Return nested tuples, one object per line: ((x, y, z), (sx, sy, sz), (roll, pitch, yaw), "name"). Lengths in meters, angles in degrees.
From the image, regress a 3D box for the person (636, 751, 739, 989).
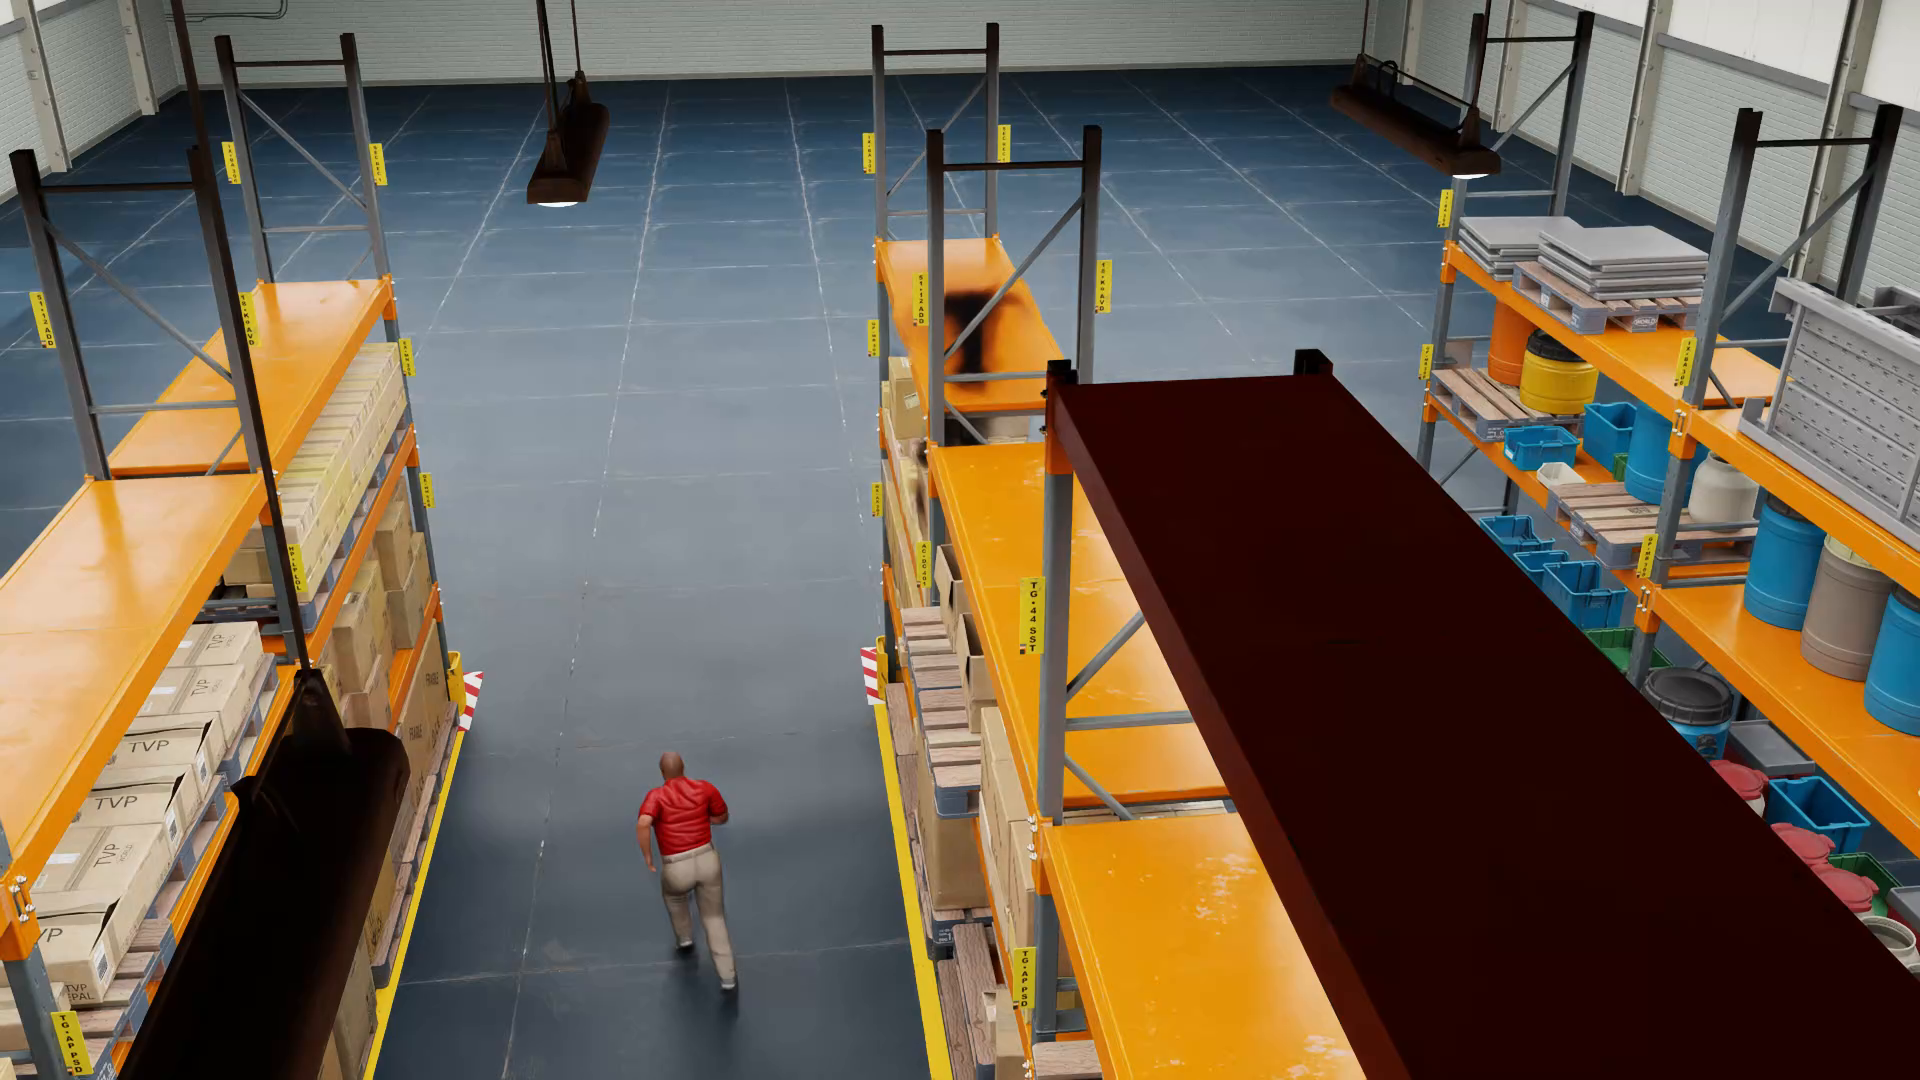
((-1.875, 2.389, 11.671), (0.712, 1.705, 1.015), (-14, 29, -26), "person")
